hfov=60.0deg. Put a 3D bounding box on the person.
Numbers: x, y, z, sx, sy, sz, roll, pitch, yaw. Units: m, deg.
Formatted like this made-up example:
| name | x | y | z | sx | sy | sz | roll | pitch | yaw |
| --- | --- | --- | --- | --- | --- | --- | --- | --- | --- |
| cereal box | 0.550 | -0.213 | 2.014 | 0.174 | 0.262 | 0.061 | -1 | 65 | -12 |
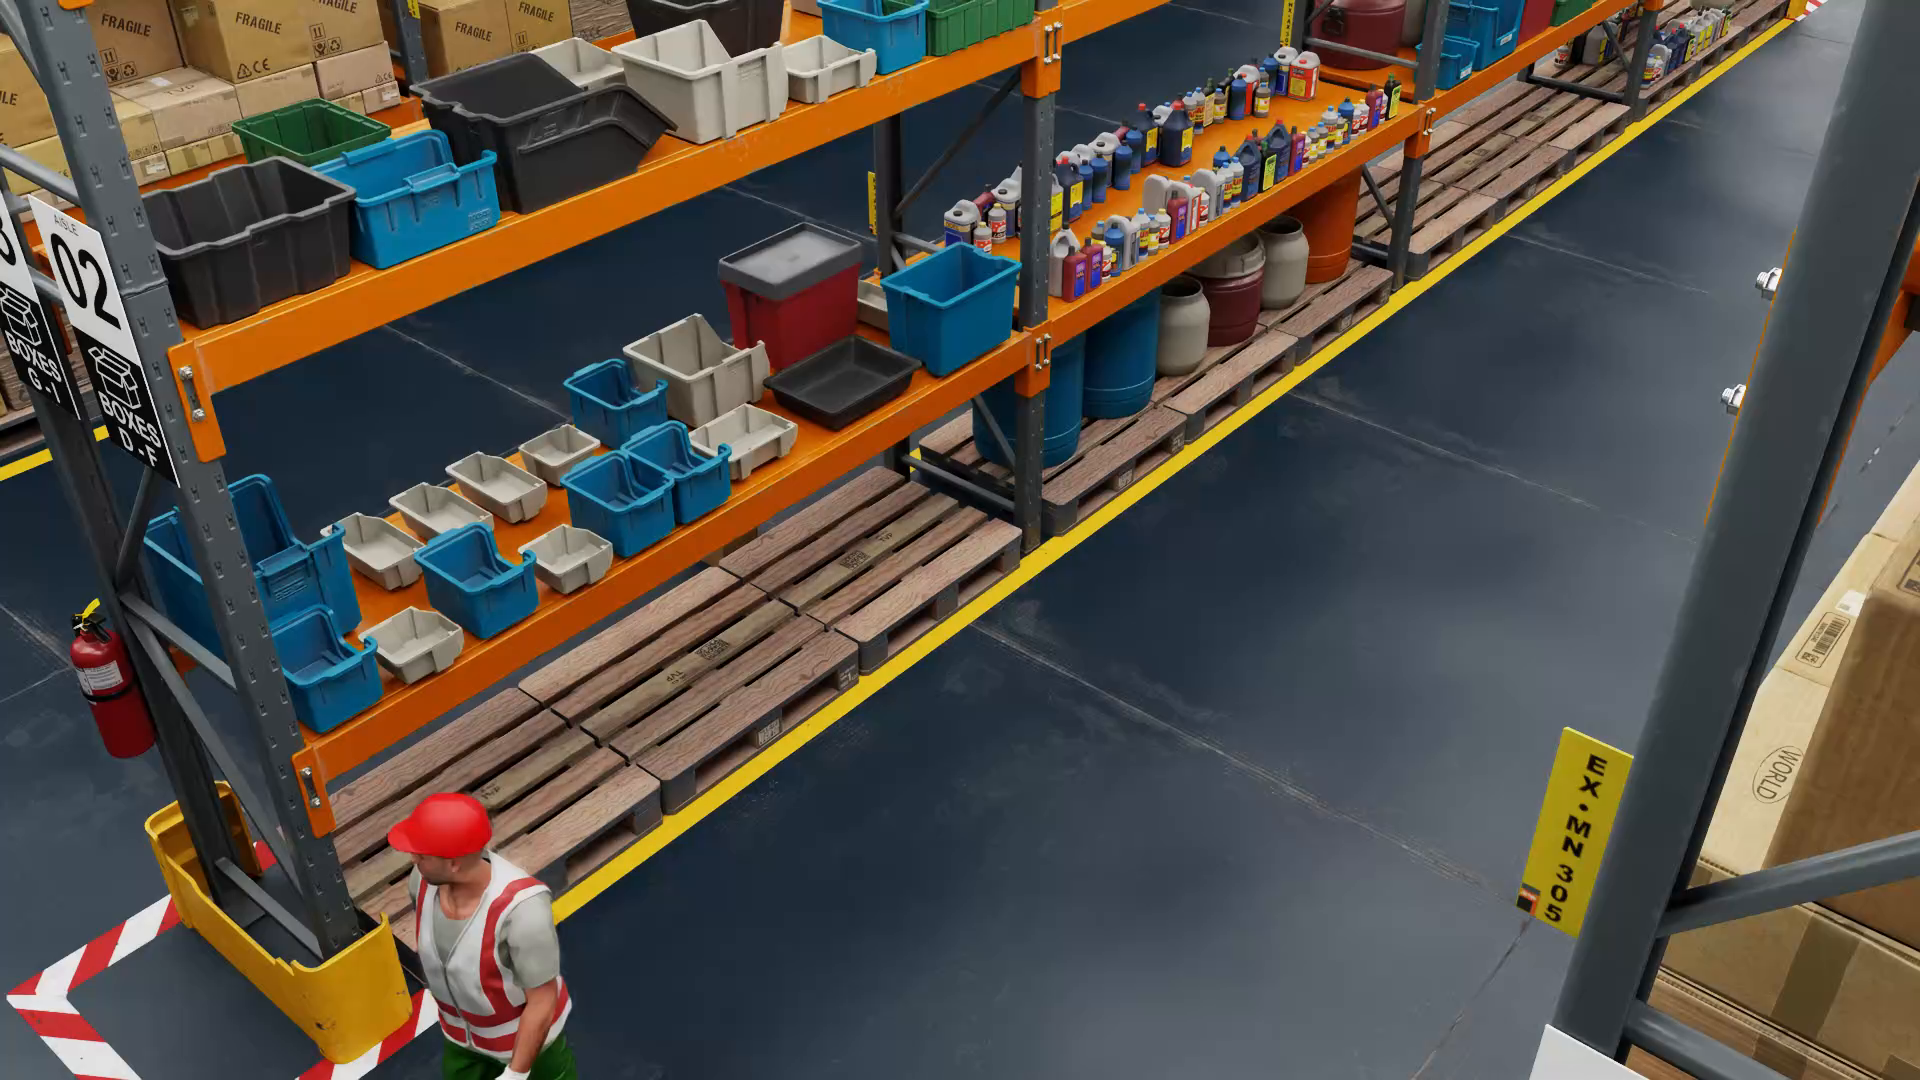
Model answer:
| name | x | y | z | sx | sy | sz | roll | pitch | yaw |
| --- | --- | --- | --- | --- | --- | --- | --- | --- | --- |
| person | -1.445 | 1.536 | 4.983 | 0.553 | 1.799 | 0.602 | 14 | 37 | 20 |
